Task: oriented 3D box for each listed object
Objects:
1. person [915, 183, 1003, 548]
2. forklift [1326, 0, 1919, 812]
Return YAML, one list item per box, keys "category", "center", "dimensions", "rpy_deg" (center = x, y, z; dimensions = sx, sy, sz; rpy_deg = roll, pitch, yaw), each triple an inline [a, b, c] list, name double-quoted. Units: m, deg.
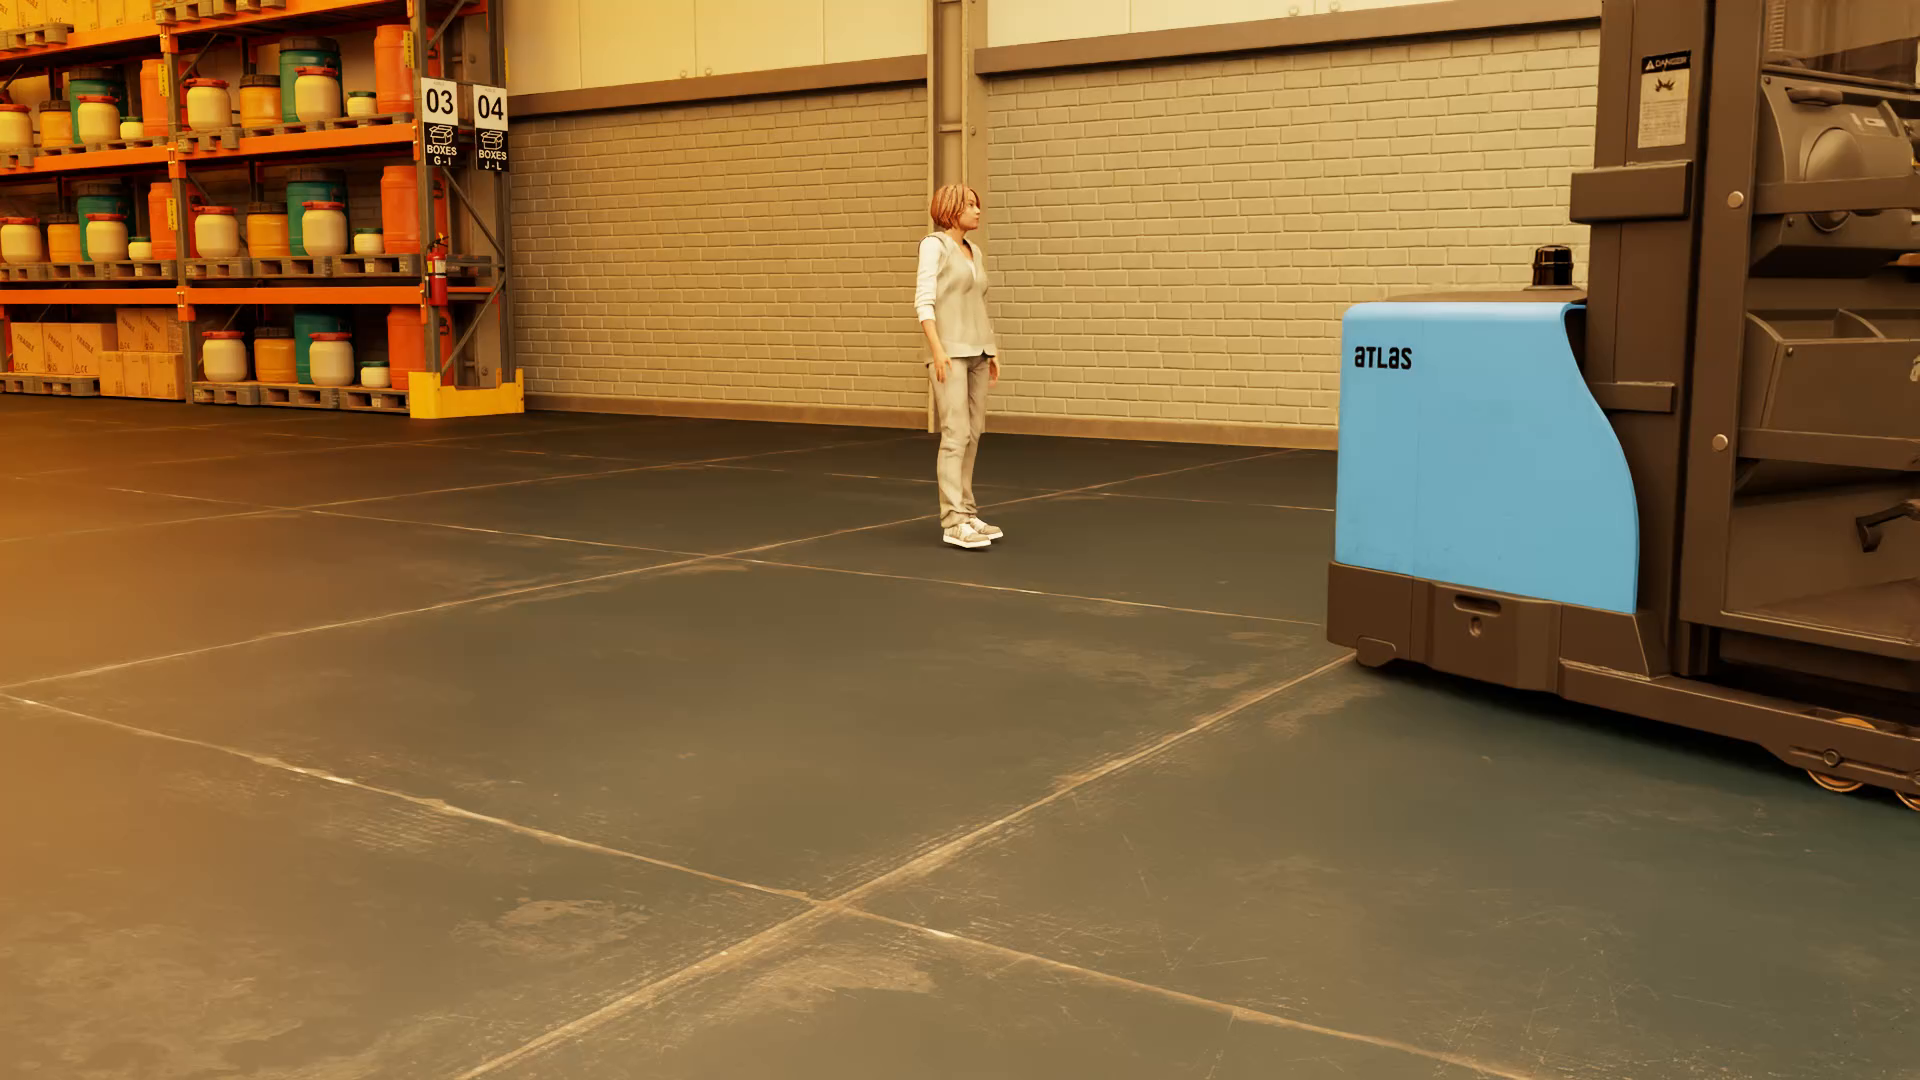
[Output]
- category: "person"
  center: [0.054, -0.791, 7.437]
  dimensions: [0.473, 1.599, 0.520]
  rpy_deg: [5, 10, 34]
- category: "forklift"
  center: [2.333, -0.946, 3.845]
  dimensions: [1.130, 2.935, 3.031]
  rpy_deg: [-5, 10, -33]
